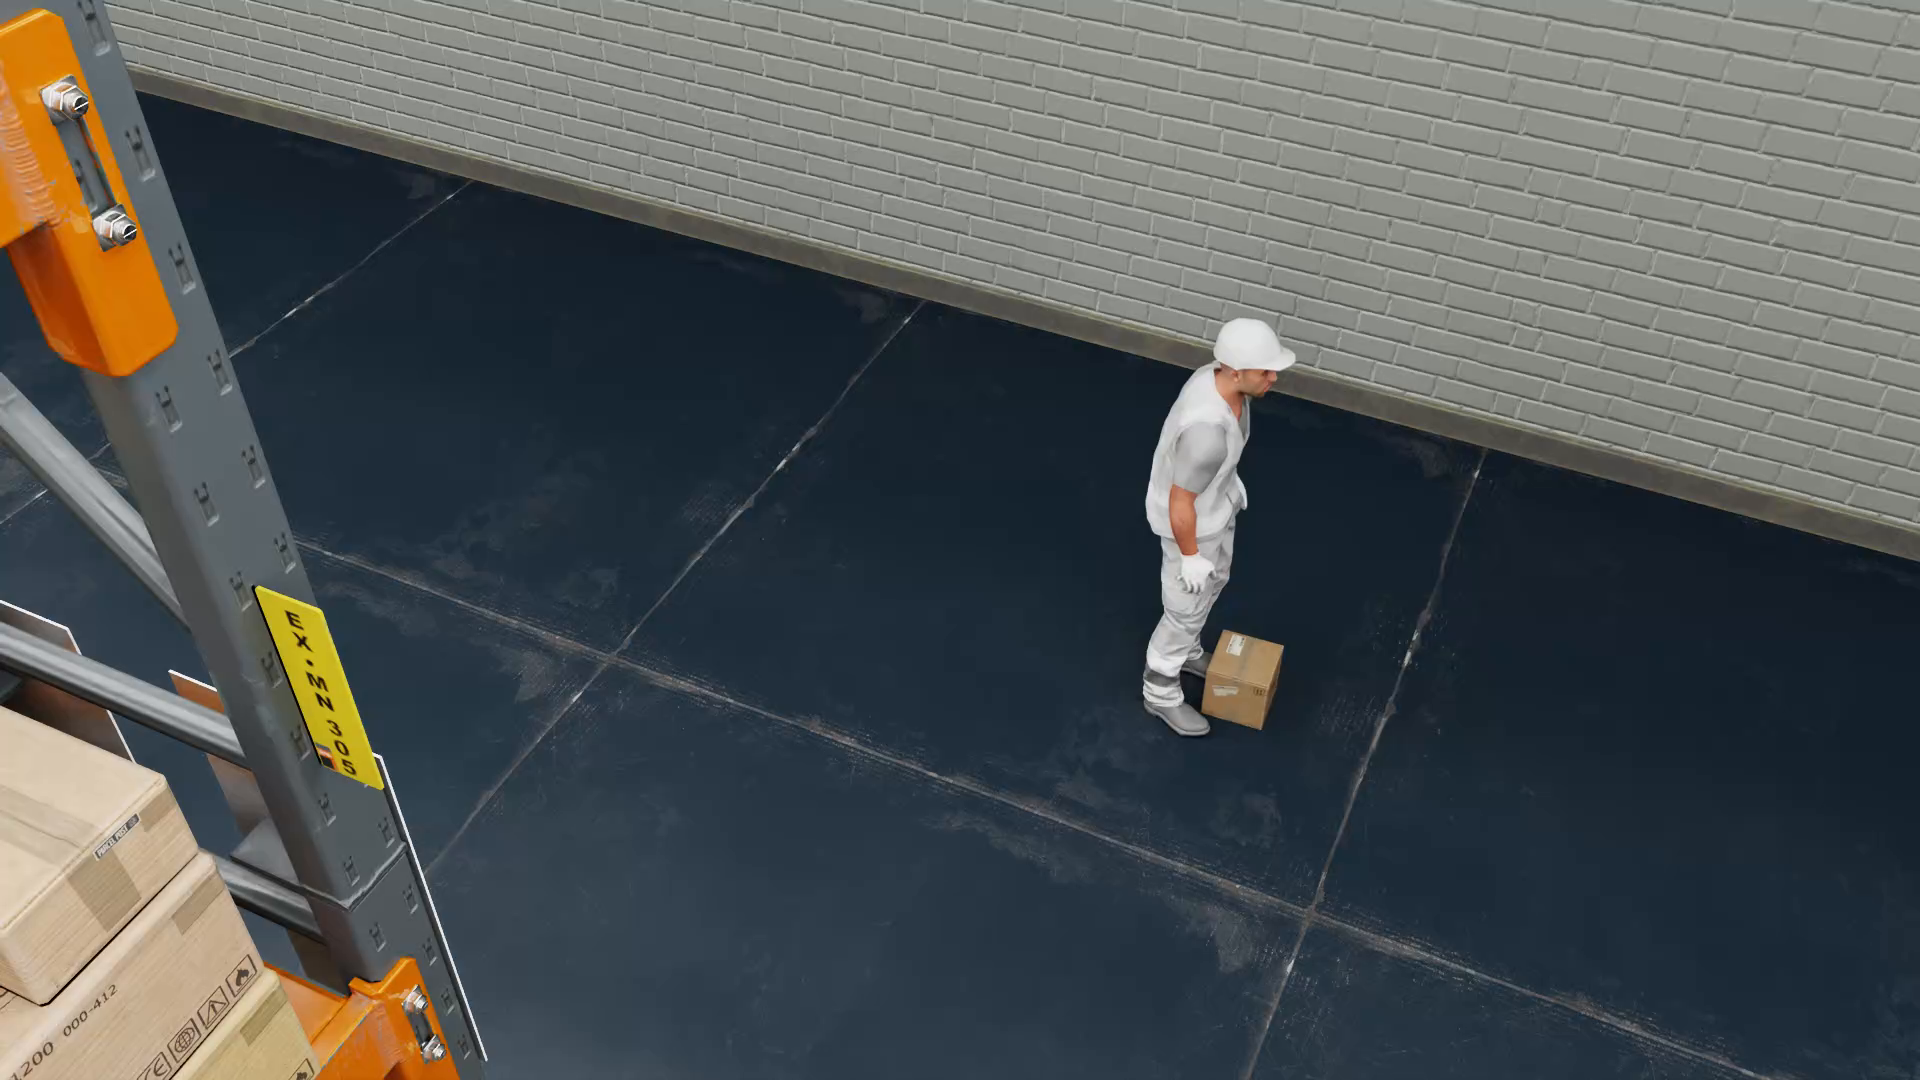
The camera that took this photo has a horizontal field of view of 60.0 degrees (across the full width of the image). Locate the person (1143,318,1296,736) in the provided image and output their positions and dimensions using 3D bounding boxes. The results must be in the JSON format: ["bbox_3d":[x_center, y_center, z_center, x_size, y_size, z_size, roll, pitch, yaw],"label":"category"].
[{"bbox_3d":[0.928,-0.074,6.231,0.449,1.780,0.623,16,44,17],"label":"person"}]
